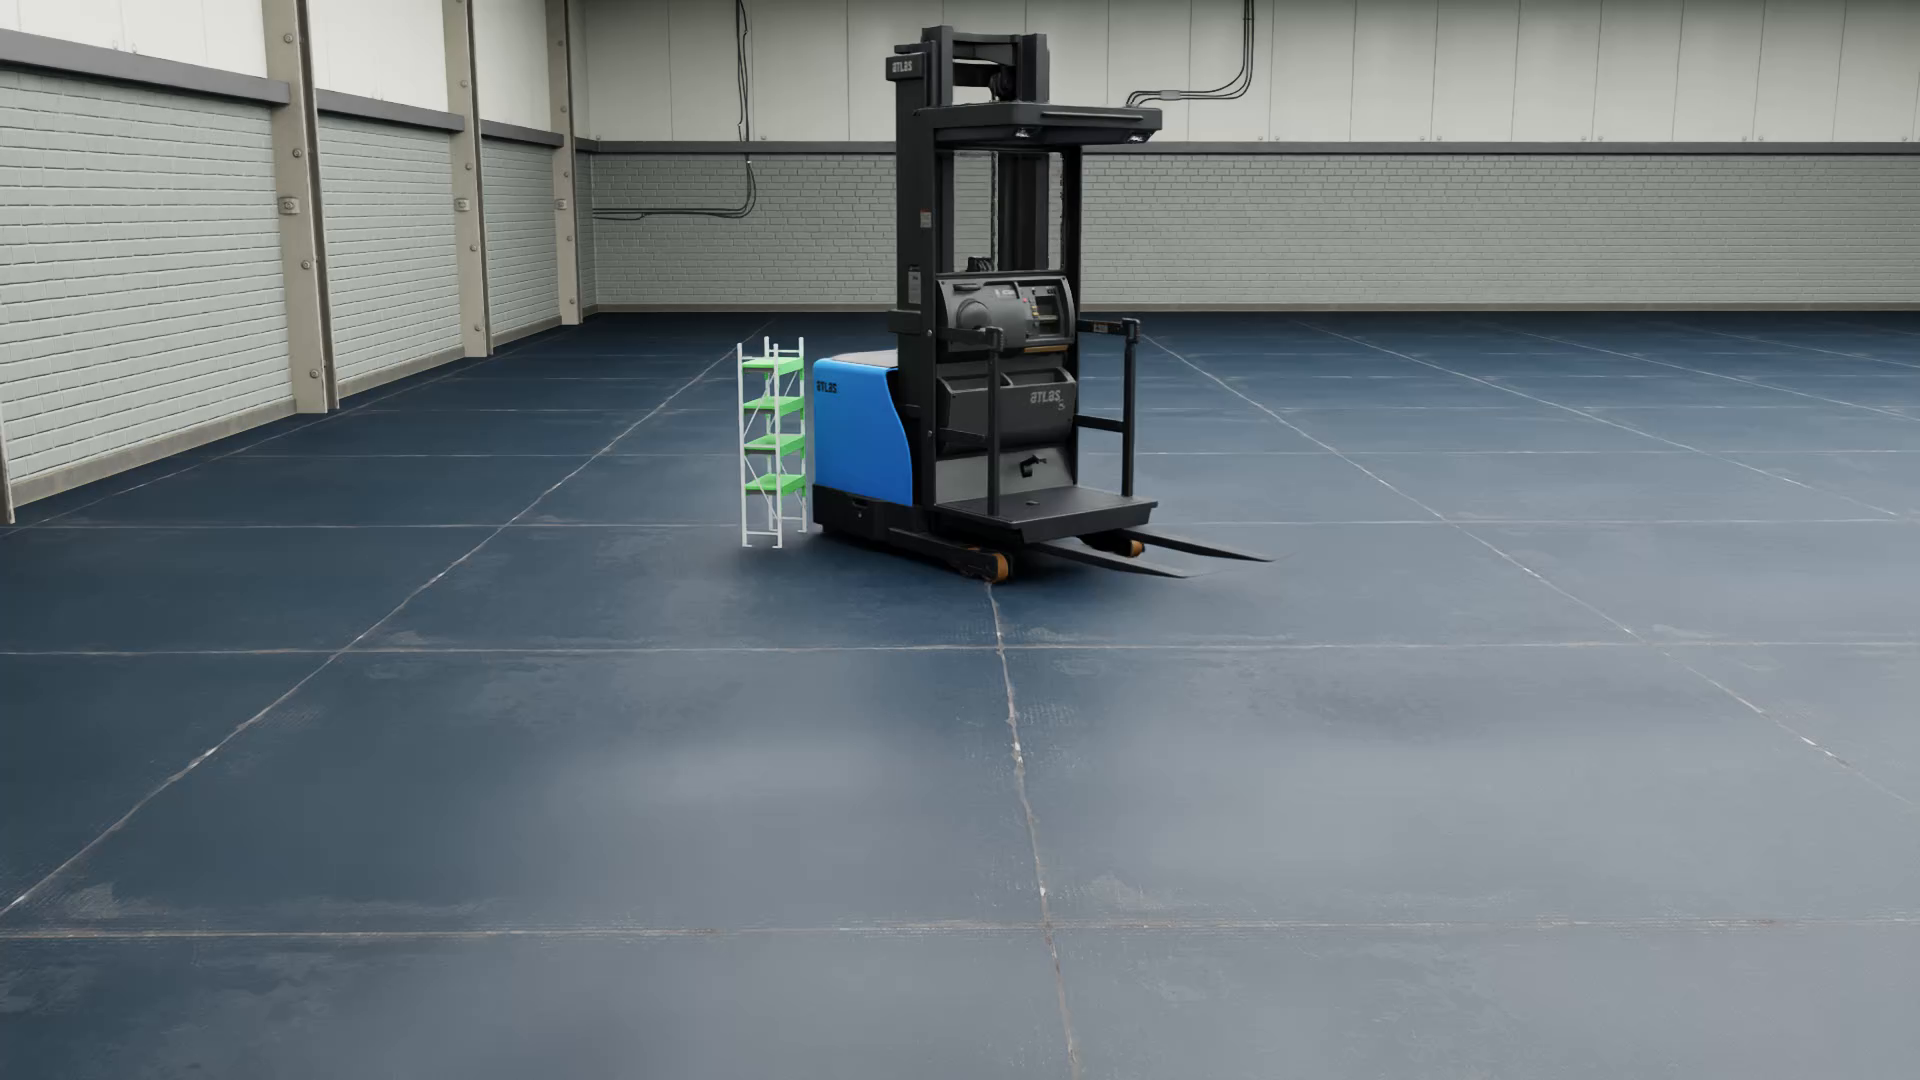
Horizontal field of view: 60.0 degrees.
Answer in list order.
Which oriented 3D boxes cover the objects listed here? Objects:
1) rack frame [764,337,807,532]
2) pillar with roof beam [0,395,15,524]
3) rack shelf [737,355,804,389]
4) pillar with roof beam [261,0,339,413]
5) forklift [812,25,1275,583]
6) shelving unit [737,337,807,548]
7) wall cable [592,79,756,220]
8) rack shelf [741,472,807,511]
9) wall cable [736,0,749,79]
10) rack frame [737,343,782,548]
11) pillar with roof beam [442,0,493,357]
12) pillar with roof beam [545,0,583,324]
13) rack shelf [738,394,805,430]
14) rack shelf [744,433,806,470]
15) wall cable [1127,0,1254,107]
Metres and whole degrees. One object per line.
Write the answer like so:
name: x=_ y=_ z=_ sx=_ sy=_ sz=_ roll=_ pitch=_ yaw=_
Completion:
rack frame: x=-1.069 y=-0.642 z=10.205 sx=0.240 sy=1.200 sz=0.015 roll=2 pitch=12 yaw=12
pillar with roof beam: x=-1.883 y=-4.504 z=9.626 sx=9.100 sy=9.000 sz=0.400 roll=0 pitch=11 yaw=-1
rack shelf: x=-1.120 y=-1.002 z=9.888 sx=0.258 sy=0.148 sz=0.480 roll=2 pitch=12 yaw=12
pillar with roof beam: x=-2.007 y=-5.696 z=15.504 sx=9.100 sy=9.000 sz=0.400 roll=0 pitch=11 yaw=-1
forklift: x=0.401 y=-1.314 z=9.166 sx=1.130 sy=2.935 sz=3.031 roll=-9 pitch=15 yaw=-37
shelving unit: x=-1.120 y=-0.594 z=9.971 sx=0.258 sy=1.200 sz=0.503 roll=2 pitch=12 yaw=12
wall cable: x=-5.298 y=-7.133 z=30.397 sx=3.097 sy=2.526 sz=0.112 roll=0 pitch=11 yaw=-1
rack shelf: x=-1.120 y=-0.296 z=10.031 sx=0.258 sy=0.148 sz=0.480 roll=2 pitch=12 yaw=12
wall cable: x=-2.593 y=-9.620 z=29.950 sx=3.097 sy=2.526 sz=0.112 roll=0 pitch=11 yaw=-1
rack frame: x=-1.171 y=-0.547 z=9.737 sx=0.240 sy=1.200 sz=0.015 roll=2 pitch=12 yaw=12
pillar with roof beam: x=-2.131 y=-6.889 z=21.383 sx=9.100 sy=9.000 sz=0.400 roll=0 pitch=11 yaw=-1
pillar with roof beam: x=-2.255 y=-8.082 z=27.262 sx=9.100 sy=9.000 sz=0.400 roll=0 pitch=11 yaw=-1
rack shelf: x=-1.120 y=-0.767 z=9.936 sx=0.258 sy=0.148 sz=0.480 roll=2 pitch=12 yaw=12
rack shelf: x=-1.120 y=-0.532 z=9.983 sx=0.258 sy=0.148 sz=0.480 roll=2 pitch=12 yaw=12
wall cable: x=4.194 y=-10.358 z=29.927 sx=2.305 sy=6.003 sz=0.169 roll=0 pitch=11 yaw=-1
